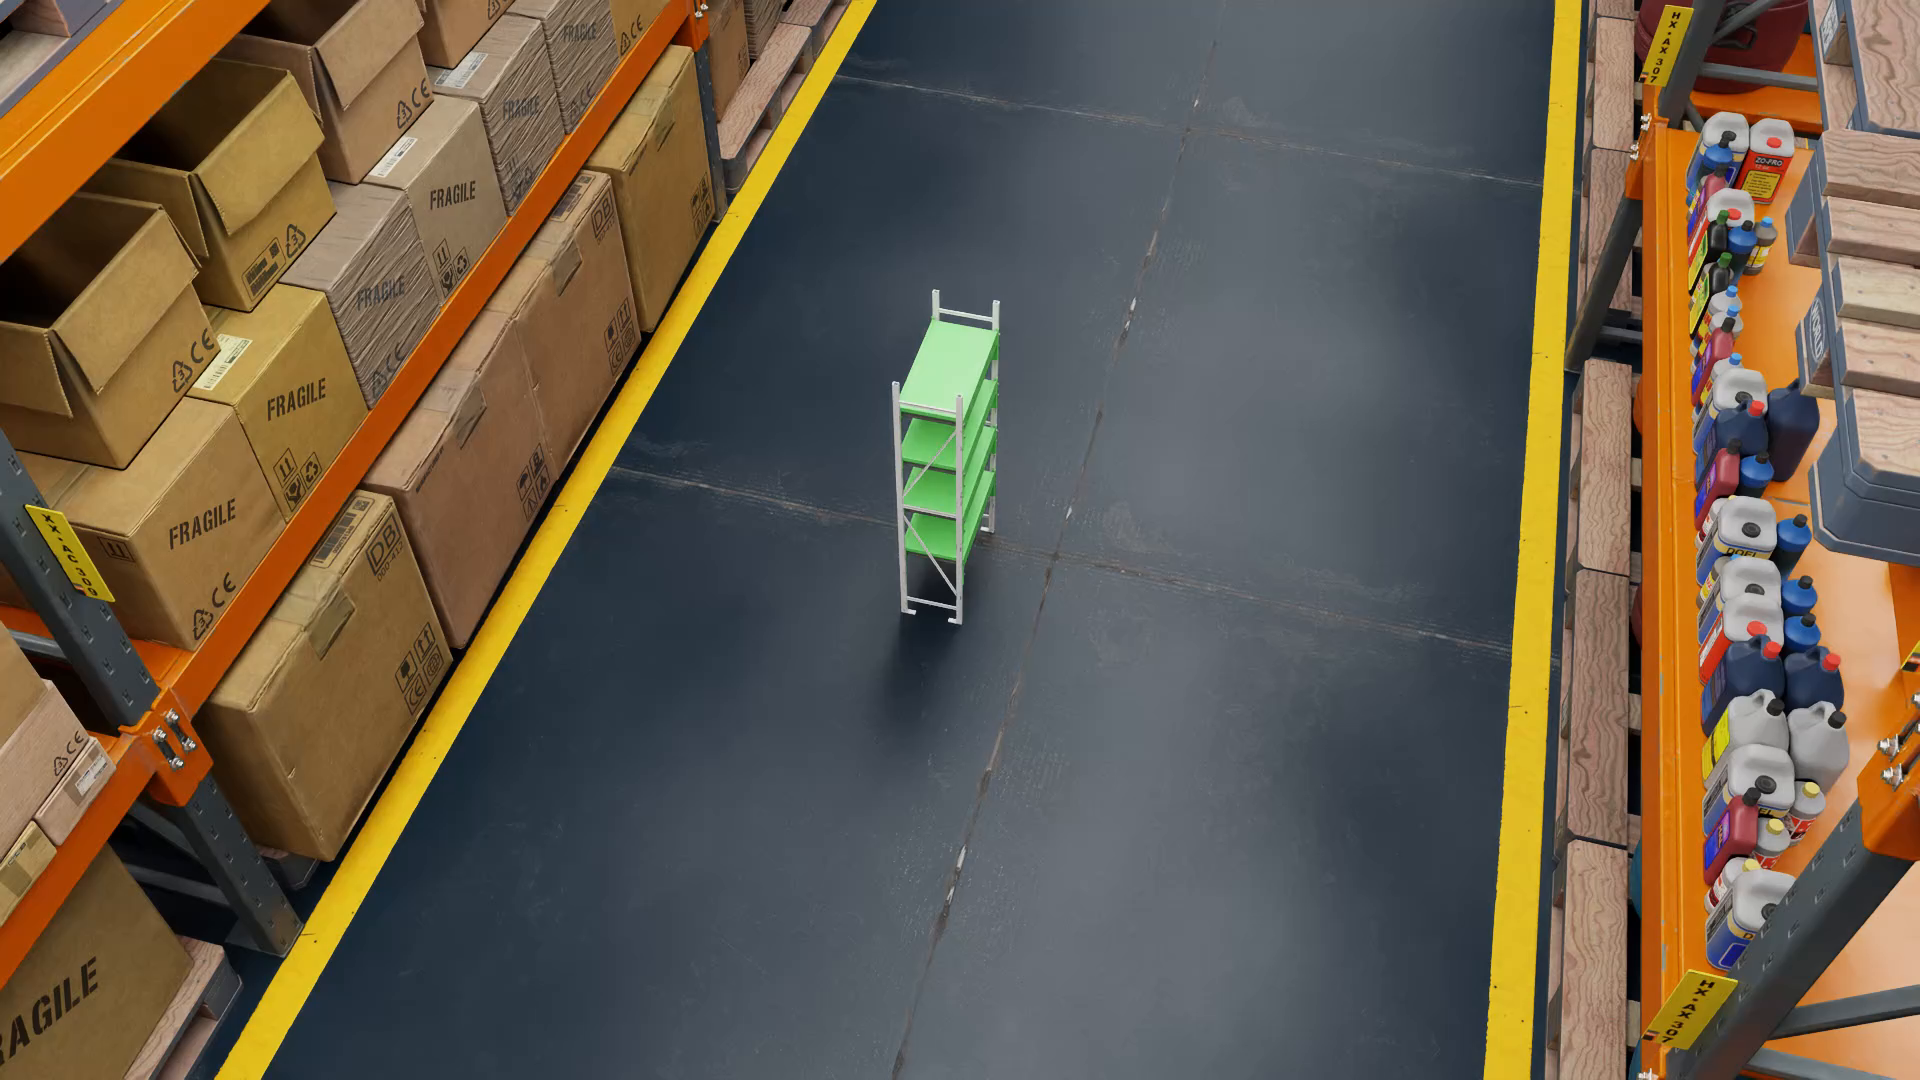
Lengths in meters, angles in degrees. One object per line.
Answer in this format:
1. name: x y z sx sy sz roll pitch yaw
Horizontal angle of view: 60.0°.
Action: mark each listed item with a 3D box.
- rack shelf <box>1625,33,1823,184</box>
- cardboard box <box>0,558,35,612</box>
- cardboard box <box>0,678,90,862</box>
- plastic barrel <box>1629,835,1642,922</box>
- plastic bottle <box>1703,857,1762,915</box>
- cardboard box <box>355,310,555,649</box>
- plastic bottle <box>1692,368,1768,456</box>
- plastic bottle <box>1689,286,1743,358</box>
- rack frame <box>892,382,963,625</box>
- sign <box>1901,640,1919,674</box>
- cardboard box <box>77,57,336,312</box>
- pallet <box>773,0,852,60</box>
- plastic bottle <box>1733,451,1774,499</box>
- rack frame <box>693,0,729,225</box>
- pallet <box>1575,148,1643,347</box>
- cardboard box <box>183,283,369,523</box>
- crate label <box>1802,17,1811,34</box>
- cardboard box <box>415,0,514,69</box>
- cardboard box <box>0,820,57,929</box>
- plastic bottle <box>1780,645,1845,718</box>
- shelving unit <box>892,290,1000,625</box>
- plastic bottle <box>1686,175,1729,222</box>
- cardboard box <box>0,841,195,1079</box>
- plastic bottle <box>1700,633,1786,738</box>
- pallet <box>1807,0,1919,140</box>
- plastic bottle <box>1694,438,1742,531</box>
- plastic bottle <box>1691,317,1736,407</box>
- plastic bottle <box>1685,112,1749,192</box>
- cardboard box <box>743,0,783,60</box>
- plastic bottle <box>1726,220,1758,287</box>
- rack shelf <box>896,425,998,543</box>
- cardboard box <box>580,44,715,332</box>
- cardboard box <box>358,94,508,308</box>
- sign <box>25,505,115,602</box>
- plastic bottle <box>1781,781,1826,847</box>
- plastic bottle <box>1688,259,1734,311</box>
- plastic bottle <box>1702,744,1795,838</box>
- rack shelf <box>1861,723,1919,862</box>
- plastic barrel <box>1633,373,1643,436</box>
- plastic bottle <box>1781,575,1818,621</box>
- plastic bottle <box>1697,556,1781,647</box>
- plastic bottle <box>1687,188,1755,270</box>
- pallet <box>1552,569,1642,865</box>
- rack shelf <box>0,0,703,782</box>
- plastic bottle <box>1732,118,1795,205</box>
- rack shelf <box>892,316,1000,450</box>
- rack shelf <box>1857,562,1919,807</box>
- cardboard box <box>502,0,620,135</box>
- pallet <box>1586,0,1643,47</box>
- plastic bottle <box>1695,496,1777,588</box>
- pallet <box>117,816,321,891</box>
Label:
1. rack shelf: 3.680 -2.885 7.694 1.077 0.370 4.000 12 50 10
2. cardboard box: -2.818 -0.185 4.765 0.500 0.500 0.500 12 50 10
3. cardboard box: -2.540 0.562 4.074 0.500 0.250 0.500 11 49 9
4. plastic barrel: 2.447 0.870 5.019 0.600 0.901 0.708 12 50 10
5. plastic bottle: 1.897 0.845 4.055 0.097 0.201 0.097 0 49 0
6. cardboard box: -2.294 -0.309 6.078 1.225 0.875 0.875 10 49 9
7. plastic bottle: 2.363 -0.383 5.089 0.152 0.276 0.135 12 50 10
8. plastic bottle: 2.453 -0.708 5.379 0.097 0.271 0.097 0 49 0
9. rack frame: -0.108 -0.101 5.958 0.240 1.200 0.015 12 50 10
10. sign: 1.571 0.112 2.563 0.100 0.325 0.005 12 50 10
11. cardboard box: -2.325 -1.083 4.888 0.797 0.503 0.637 12 50 10
12. pallet: -1.094 -3.175 9.330 1.003 0.211 1.213 12 50 10
13. plastic bottle: 2.316 -0.157 4.892 0.097 0.271 0.097 0 49 0
14. rack frame: -1.625 -2.653 7.010 1.000 3.000 0.127 12 50 10
15. pallet: 3.395 -1.306 7.681 1.003 0.211 1.213 12 50 10
16. cardboard box: -2.184 -0.440 4.990 0.500 0.500 0.500 12 50 10
17. crate label: 3.676 -2.353 6.721 0.502 0.435 0.616 12 50 10
18. cardboard box: -2.007 -2.022 5.717 0.797 0.503 0.637 13 50 11
19. cardboard box: -2.509 0.795 4.134 0.380 0.149 0.250 12 50 11
20. plastic bottle: 2.215 0.399 4.349 0.144 0.351 0.185 12 50 10
21. shelving unit: -0.044 -0.277 6.113 0.258 1.200 0.503 12 50 10
22. plastic bottle: 2.645 -1.212 5.870 0.097 0.201 0.097 0 49 0
23. cardboard box: -2.928 1.266 4.688 0.875 0.875 0.875 12 50 10
24. plastic bottle: 2.076 0.371 4.374 0.144 0.351 0.185 12 50 10
25. pallet: 2.509 -1.120 3.782 1.003 0.211 1.213 12 50 10
26. plastic bottle: 2.235 -0.163 4.890 0.061 0.283 0.133 12 50 10
27. plastic bottle: 2.380 -0.561 5.241 0.061 0.283 0.133 12 50 10
28. plastic bottle: 2.728 -1.386 5.974 0.152 0.276 0.135 12 50 10
29. cardboard box: -1.334 -2.864 8.570 0.700 0.500 0.500 8 49 7
30. plastic bottle: 2.608 -0.959 5.600 0.097 0.271 0.097 0 49 0
31. rack shelf: -0.044 -0.235 6.161 0.258 0.148 0.480 12 50 10
32. cardboard box: -1.826 -1.594 7.212 1.225 0.875 0.875 9 49 8
33. cardboard box: -1.921 -1.177 5.640 0.500 0.500 0.500 12 50 11
34. sign: -2.142 0.036 4.006 0.100 0.325 0.005 12 50 10
35. plastic bottle: 2.114 0.681 4.200 0.097 0.201 0.097 0 49 0
36. plastic bottle: 2.514 -0.851 5.552 0.097 0.201 0.097 0 49 0
37. plastic bottle: 1.989 0.645 4.181 0.152 0.276 0.135 12 50 10
38. rack shelf: 1.575 1.909 1.462 1.077 0.370 4.000 12 50 10
39. plastic barrel: 3.041 -0.740 6.488 0.600 0.830 0.708 12 50 10
40. plastic bottle: 2.282 0.196 4.581 0.097 0.271 0.097 0 49 0
41. plastic bottle: 2.157 0.183 4.589 0.152 0.276 0.135 12 50 10
42. plastic bottle: 2.606 -1.051 5.679 0.152 0.276 0.135 12 50 10
43. pallet: 2.663 0.705 5.906 1.003 0.211 1.213 12 50 10
44. rack shelf: -2.151 -0.969 6.003 1.077 0.370 4.000 12 50 10
45. plastic bottle: 2.875 -1.356 5.947 0.152 0.276 0.135 12 50 10
46. rack shelf: -0.044 -0.553 5.801 0.258 0.148 0.480 12 50 10
47. rack shelf: 2.627 -0.984 4.016 1.077 0.370 4.000 12 50 10
48. cardboard box: -1.652 -1.921 6.297 0.500 0.500 0.500 11 50 10
49. pallet: 4.037 -3.071 9.238 1.003 0.211 1.213 12 50 10
50. plastic bottle: 2.218 0.015 4.737 0.152 0.276 0.135 12 50 10
51. pallet: -2.547 0.590 6.008 1.003 0.211 1.213 12 50 10
